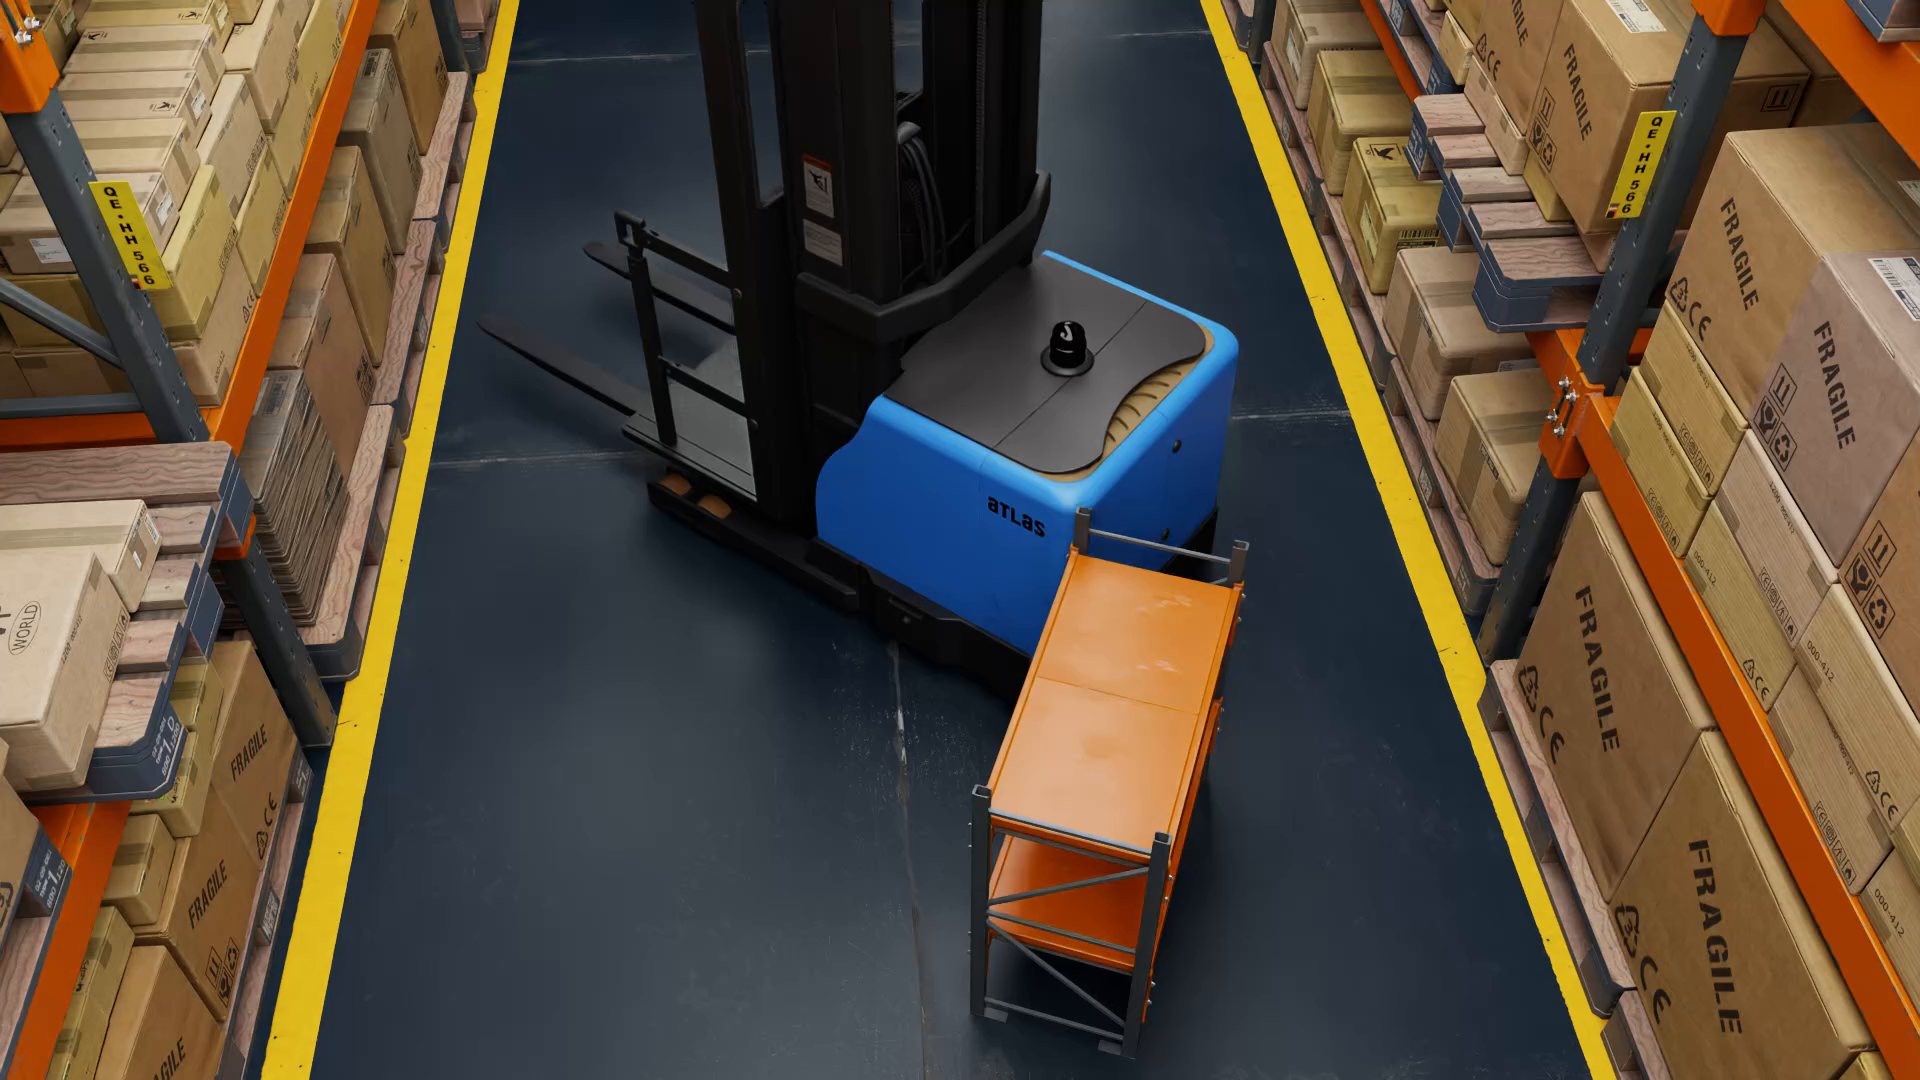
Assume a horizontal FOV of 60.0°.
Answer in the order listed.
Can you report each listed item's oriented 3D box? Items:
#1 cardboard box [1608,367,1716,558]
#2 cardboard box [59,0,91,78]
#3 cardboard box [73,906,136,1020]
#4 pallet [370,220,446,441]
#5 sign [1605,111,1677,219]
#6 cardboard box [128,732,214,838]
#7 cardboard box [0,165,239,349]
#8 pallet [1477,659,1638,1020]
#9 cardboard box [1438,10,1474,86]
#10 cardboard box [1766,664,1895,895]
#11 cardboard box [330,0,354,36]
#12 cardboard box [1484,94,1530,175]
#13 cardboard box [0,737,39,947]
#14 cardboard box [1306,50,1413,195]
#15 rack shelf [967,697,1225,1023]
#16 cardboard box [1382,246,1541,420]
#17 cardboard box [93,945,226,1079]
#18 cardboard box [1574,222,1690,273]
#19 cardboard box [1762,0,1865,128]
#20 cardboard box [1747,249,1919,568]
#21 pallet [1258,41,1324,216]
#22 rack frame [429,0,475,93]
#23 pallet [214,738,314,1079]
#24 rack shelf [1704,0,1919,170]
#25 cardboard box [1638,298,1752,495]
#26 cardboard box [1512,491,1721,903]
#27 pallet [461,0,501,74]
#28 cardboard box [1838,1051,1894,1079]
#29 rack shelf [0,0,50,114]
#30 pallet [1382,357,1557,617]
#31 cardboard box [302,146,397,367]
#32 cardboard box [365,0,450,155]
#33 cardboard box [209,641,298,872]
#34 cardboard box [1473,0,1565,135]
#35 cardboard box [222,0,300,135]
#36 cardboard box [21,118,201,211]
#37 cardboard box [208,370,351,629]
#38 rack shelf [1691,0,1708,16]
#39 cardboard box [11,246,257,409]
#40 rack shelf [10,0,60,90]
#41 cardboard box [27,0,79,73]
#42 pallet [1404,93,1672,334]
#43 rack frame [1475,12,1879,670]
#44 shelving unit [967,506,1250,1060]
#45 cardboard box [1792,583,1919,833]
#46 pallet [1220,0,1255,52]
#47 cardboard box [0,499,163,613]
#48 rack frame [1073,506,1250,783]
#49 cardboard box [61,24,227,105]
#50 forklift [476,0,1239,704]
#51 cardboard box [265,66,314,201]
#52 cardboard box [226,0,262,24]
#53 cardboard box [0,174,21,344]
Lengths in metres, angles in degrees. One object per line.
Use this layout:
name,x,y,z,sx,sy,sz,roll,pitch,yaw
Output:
cardboard box,2.121,-0.231,4.506,0.500,0.250,0.500,-4,47,-4
cardboard box,-3.013,-1.509,5.372,0.500,0.250,0.500,-4,47,-4
cardboard box,-2.312,1.069,4.158,0.380,0.149,0.250,-2,47,-2
pallet,-2.744,-0.868,6.926,1.003,0.211,1.213,-3,47,-3
sign,1.791,-0.983,4.372,0.100,0.325,0.005,-3,47,-3
cardboard box,-2.267,0.682,4.524,0.380,0.149,0.250,-6,47,-5
cardboard box,-2.384,-0.806,4.706,0.500,0.250,0.500,-4,47,-3
pallet,2.322,0.882,5.270,1.003,0.211,1.213,-3,47,-3
cardboard box,1.859,-1.683,5.662,0.380,0.149,0.250,-3,47,-3
cardboard box,2.220,0.519,3.796,0.500,0.250,0.500,-2,47,-2
cardboard box,-2.588,-2.117,6.292,0.500,0.250,0.500,-3,47,-3
cardboard box,1.909,-1.302,5.301,0.380,0.149,0.250,-4,47,-4
cardboard box,-2.294,0.642,3.216,0.797,0.503,0.637,-4,47,-4
cardboard box,2.106,-1.888,7.493,0.950,0.372,0.625,-1,47,-1
rack shelf,0.423,0.873,4.986,0.538,0.278,1.000,13,48,12
cardboard box,2.224,-0.836,6.496,0.950,0.372,0.625,-4,47,-4
cardboard box,-2.287,1.401,4.289,0.500,0.500,0.500,-2,47,-2
cardboard box,2.069,-0.933,4.952,0.380,0.149,0.250,-2,47,-2
cardboard box,2.524,-1.273,4.827,0.500,0.500,0.500,-5,47,-4
cardboard box,2.180,-0.301,3.711,0.500,0.500,0.500,-3,47,-3
pallet,2.063,-2.024,8.022,1.003,0.211,1.213,-3,47,-3
rack frame,-2.950,-3.242,7.254,1.000,3.000,0.127,-3,47,-3
pallet,-2.590,1.153,5.012,1.003,0.211,1.213,-3,47,-3
rack shelf,2.499,0.011,2.603,1.077,0.370,4.000,-3,47,-3
cardboard box,2.127,-0.391,4.313,0.500,0.250,0.500,-4,47,-4
cardboard box,2.306,0.439,4.943,0.875,0.875,0.875,-4,47,-4
pallet,-2.974,-2.861,8.814,1.003,0.211,1.213,-3,47,-3
cardboard box,2.451,1.731,3.719,0.875,0.875,0.875,-2,47,-2
rack shelf,-2.447,0.315,2.315,1.077,0.370,4.000,-3,47,-3
pallet,2.267,-0.259,6.350,1.003,0.211,1.213,-3,47,-3
cardboard box,-2.773,-1.087,6.560,0.875,0.625,0.625,-5,47,-5
cardboard box,-2.895,-2.193,7.607,0.875,0.625,0.625,-2,47,-2
cardboard box,-2.365,0.660,4.991,0.500,0.500,0.500,-2,47,-2
cardboard box,1.962,-1.619,5.154,0.500,0.500,0.500,-4,47,-4
cardboard box,-2.475,-1.546,5.407,0.500,0.250,0.500,-5,47,-4
cardboard box,-2.372,-1.047,4.660,0.380,0.149,0.250,-3,47,-2
cardboard box,-2.653,-0.128,5.651,0.875,0.625,0.625,-2,47,-2
rack shelf,2.164,-2.883,5.344,1.077,0.370,4.000,-3,47,-3
cardboard box,-2.408,-0.632,4.886,0.500,0.250,0.500,-3,47,-3
rack shelf,-2.782,-2.579,5.056,1.077,0.370,4.000,-3,47,-3
cardboard box,-2.972,-1.569,5.154,0.380,0.149,0.250,-4,47,-4
pallet,2.165,-1.095,5.354,1.213,0.211,1.003,-3,47,-3
rack frame,2.331,-0.652,4.802,1.000,3.000,0.127,-3,47,-3
shelving unit,0.423,0.705,4.808,0.538,1.125,1.048,13,48,12
cardboard box,2.199,0.344,3.617,0.500,0.250,0.500,-4,47,-3
pallet,1.905,-3.071,9.013,1.003,0.211,1.213,-3,47,-3
cardboard box,-2.177,0.046,4.024,0.380,0.149,0.250,-3,47,-3
rack frame,0.574,0.352,5.142,0.500,1.125,0.032,13,48,12
cardboard box,-2.453,-1.420,5.013,0.380,0.149,0.250,-3,47,-3
forklift,-0.561,-1.296,5.459,3.031,2.935,1.130,28,53,24
cardboard box,-2.496,-1.369,5.584,0.500,0.250,0.500,-5,47,-5
cardboard box,-2.466,-1.787,5.361,0.380,0.149,0.250,-3,47,-2
cardboard box,-2.929,-0.776,4.678,0.500,0.250,0.500,-3,47,-2
